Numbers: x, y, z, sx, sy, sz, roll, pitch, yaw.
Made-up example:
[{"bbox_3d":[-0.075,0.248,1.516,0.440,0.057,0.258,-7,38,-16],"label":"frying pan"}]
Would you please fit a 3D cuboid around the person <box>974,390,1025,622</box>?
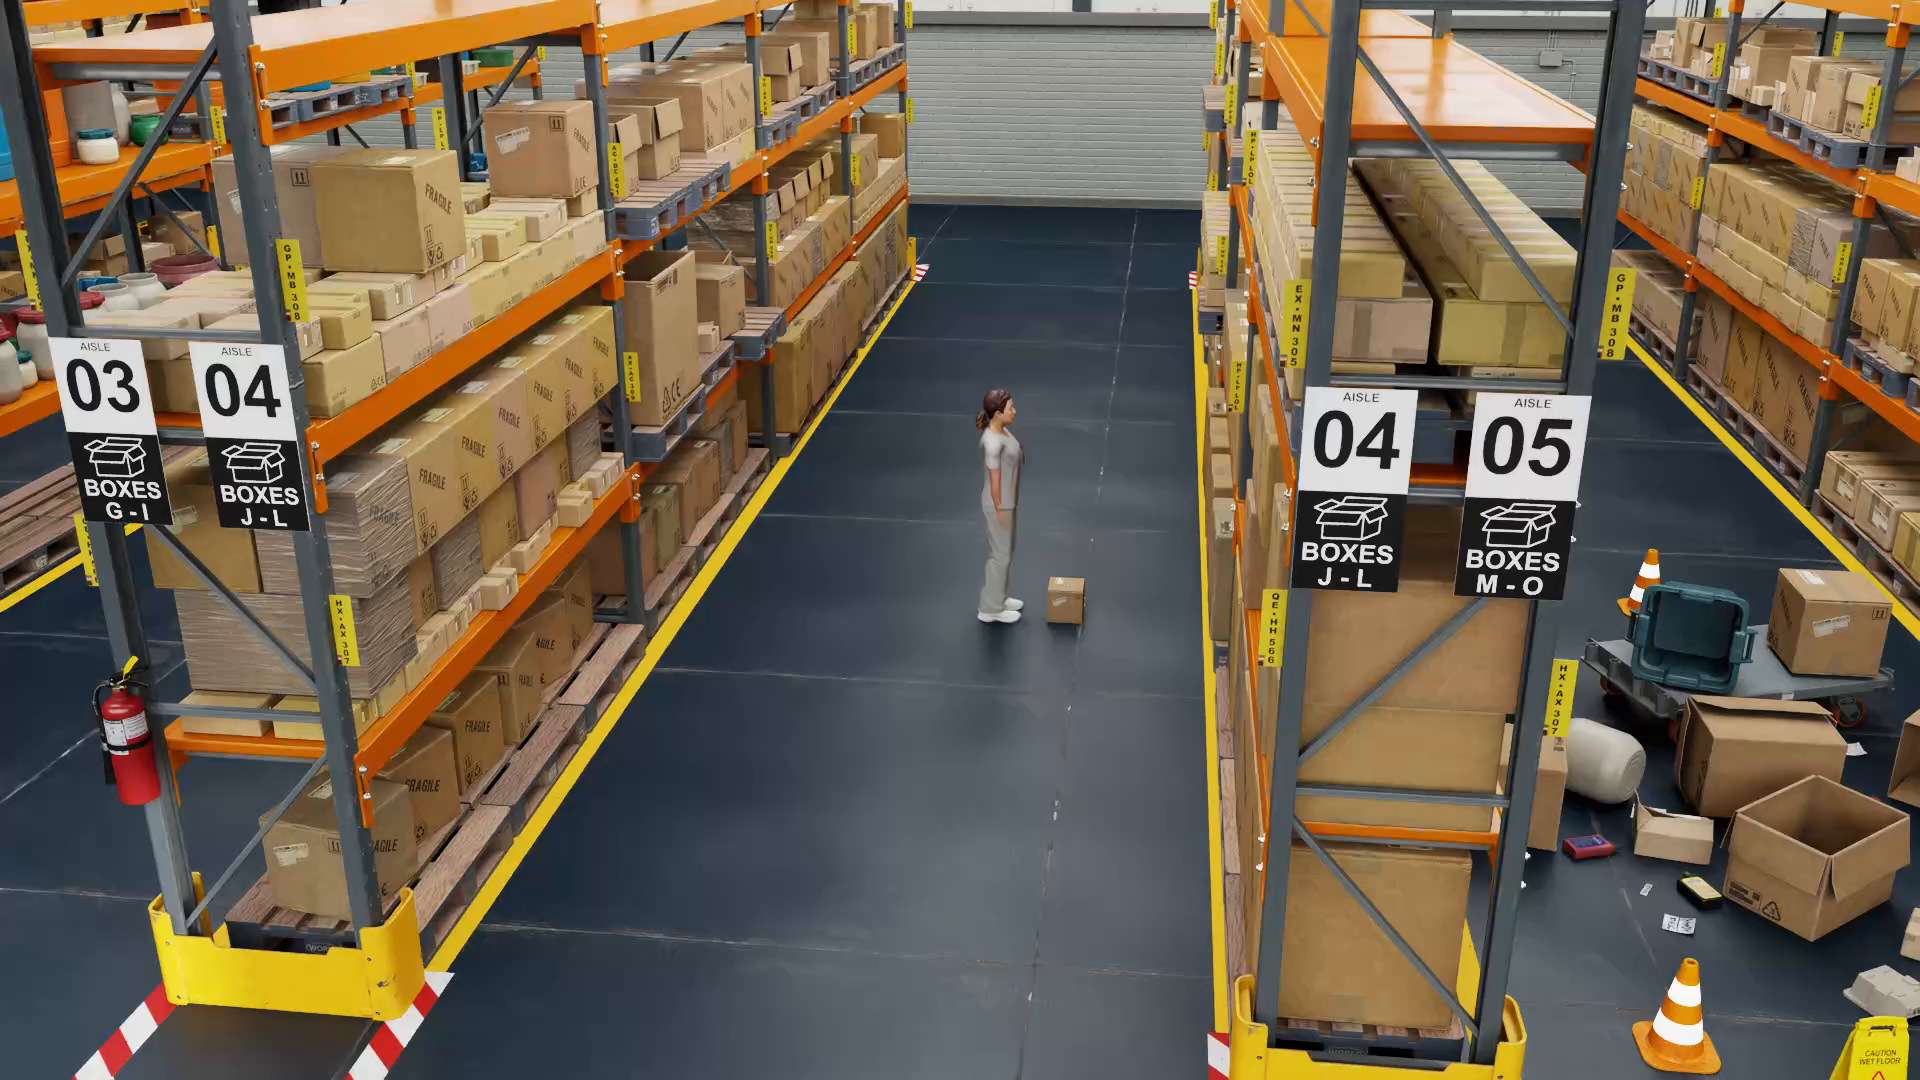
[{"bbox_3d":[0.274,-0.253,11.748,0.361,1.667,0.437,3,21,8],"label":"person"}]
